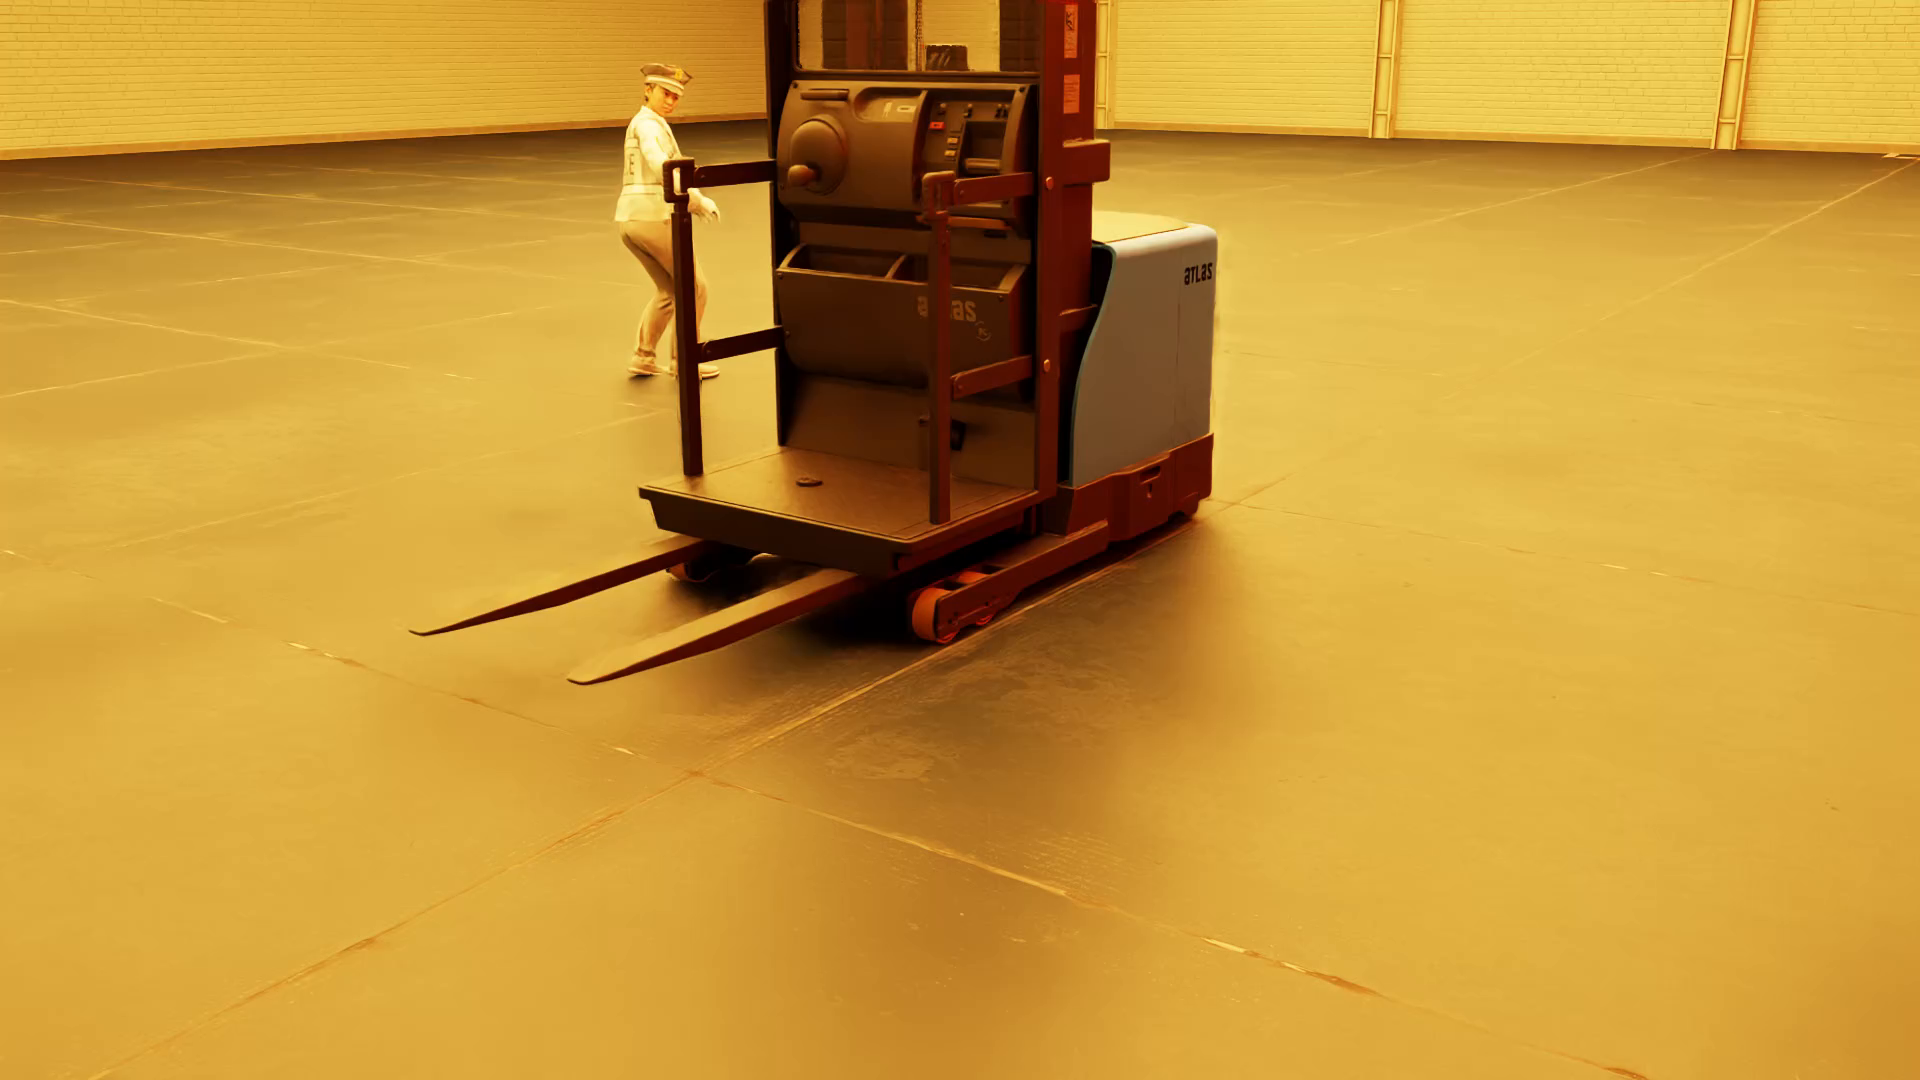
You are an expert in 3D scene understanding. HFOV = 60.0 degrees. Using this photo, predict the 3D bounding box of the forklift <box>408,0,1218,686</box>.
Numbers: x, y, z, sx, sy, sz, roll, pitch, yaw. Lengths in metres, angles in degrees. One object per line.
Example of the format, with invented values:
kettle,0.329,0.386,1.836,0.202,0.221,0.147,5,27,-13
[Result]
forklift,-0.311,-1.253,5.024,1.130,2.935,3.031,11,20,33

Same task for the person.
person,-1.496,-1.628,8.648,0.593,1.635,0.730,-9,19,-27
